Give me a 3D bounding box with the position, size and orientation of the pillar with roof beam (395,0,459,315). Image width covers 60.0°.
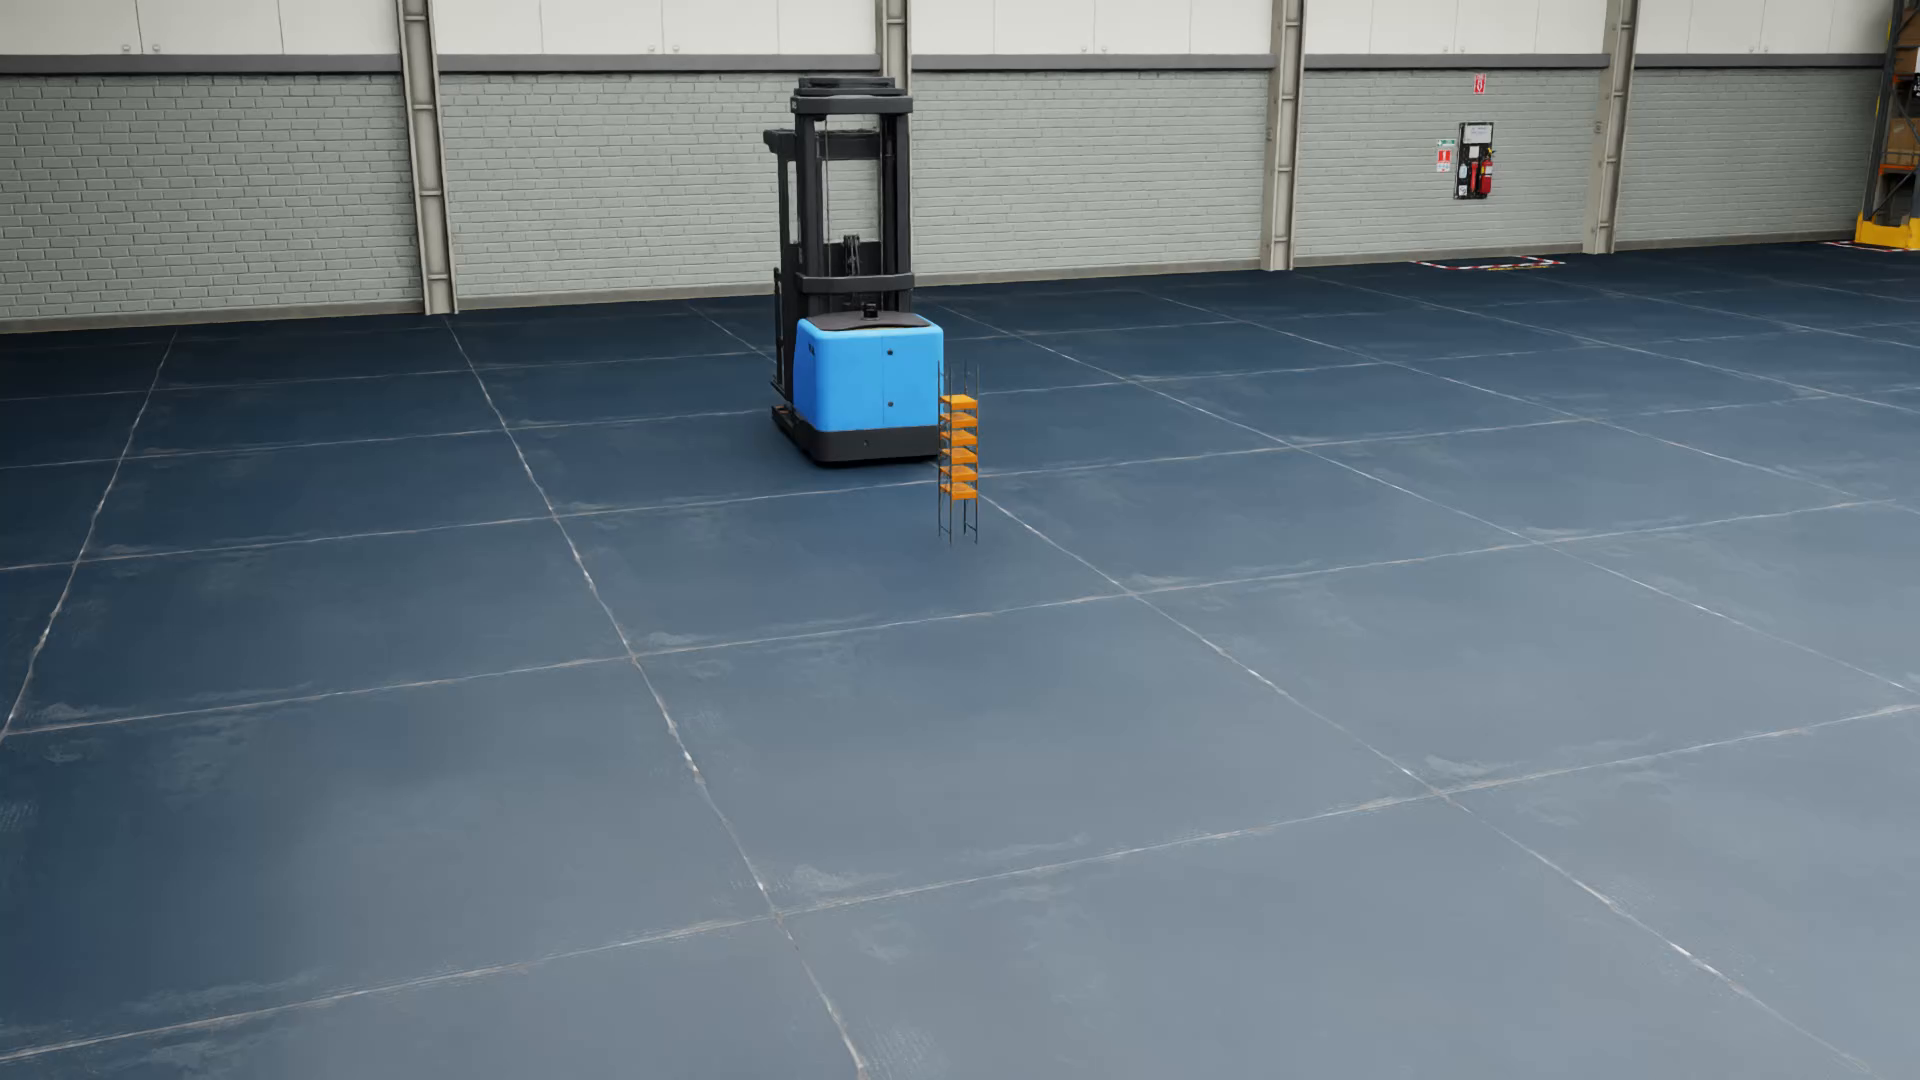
[{"bbox_3d":[-4.939,-6.025,15.646,0.400,9.000,9.100,-6,17,-20],"label":"pillar with roof beam"}]

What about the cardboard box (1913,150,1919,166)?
[{"bbox_3d":[16.157,-6.305,27.474,0.500,0.250,0.500,-7,18,-22],"label":"cardboard box"}]

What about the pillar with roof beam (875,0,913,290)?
[{"bbox_3d":[0.664,-6.630,17.706,0.400,9.000,9.100,-6,17,-20],"label":"pillar with roof beam"}]

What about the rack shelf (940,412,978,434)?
[{"bbox_3d":[-0.014,-0.762,10.869,0.180,0.103,0.258,-6,17,-20],"label":"rack shelf"}]

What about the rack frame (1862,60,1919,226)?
[{"bbox_3d":[15.587,-6.401,27.573,0.127,3.000,1.000,-6,17,-20],"label":"rack frame"}]

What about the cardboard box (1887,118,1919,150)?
[{"bbox_3d":[15.952,-6.802,27.838,0.500,0.500,0.500,-6,18,-21],"label":"cardboard box"}]

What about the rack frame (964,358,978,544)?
[{"bbox_3d":[0.072,-0.583,10.956,0.006,1.200,0.240,-6,17,-20],"label":"rack frame"}]

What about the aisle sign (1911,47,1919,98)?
[{"bbox_3d":[15.628,-7.562,26.913,0.004,0.787,0.394,-6,17,-20],"label":"aisle sign"}]

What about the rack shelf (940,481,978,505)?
[{"bbox_3d":[-0.014,-0.301,11.004,0.180,0.103,0.258,-6,17,-20],"label":"rack shelf"}]

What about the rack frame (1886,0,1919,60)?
[{"bbox_3d":[15.587,-9.280,26.728,0.127,3.000,1.000,-6,17,-20],"label":"rack frame"}]

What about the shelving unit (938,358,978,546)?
[{"bbox_3d":[-0.014,-0.574,10.924,0.189,1.200,0.258,-6,17,-20],"label":"shelving unit"}]

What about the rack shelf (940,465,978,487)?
[{"bbox_3d":[-0.014,-0.416,10.971,0.180,0.103,0.258,-6,17,-20],"label":"rack shelf"}]

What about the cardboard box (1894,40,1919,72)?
[{"bbox_3d":[15.887,-8.007,27.503,0.500,0.500,0.500,-5,17,-16],"label":"cardboard box"}]

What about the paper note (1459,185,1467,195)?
[{"bbox_3d":[7.818,-5.433,25.839,0.142,0.148,0.016,-6,17,-20],"label":"paper note"}]

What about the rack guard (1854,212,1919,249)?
[{"bbox_3d":[15.658,-5.210,27.951,0.348,0.500,1.175,-6,17,-20],"label":"rack guard"}]

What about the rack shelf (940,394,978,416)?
[{"bbox_3d":[-0.014,-0.877,10.835,0.180,0.103,0.258,-6,17,-20],"label":"rack shelf"}]

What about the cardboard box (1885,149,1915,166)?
[{"bbox_3d":[15.955,-6.437,27.925,0.500,0.250,0.500,-6,17,-19],"label":"cardboard box"}]

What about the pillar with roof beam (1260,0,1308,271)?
[{"bbox_3d":[6.267,-7.235,19.766,0.400,9.000,9.100,-6,17,-20],"label":"pillar with roof beam"}]

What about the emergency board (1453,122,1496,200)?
[{"bbox_3d":[8.008,-5.855,25.714,0.643,1.169,0.194,-6,17,-20],"label":"emergency board"}]

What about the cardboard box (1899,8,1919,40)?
[{"bbox_3d":[15.897,-8.490,27.375,0.500,0.500,0.500,-5,17,-18],"label":"cardboard box"}]

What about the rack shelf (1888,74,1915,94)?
[{"bbox_3d":[17.455,-7.697,27.938,4.000,0.370,1.077,-6,17,-20],"label":"rack shelf"}]

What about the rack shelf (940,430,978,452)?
[{"bbox_3d":[-0.014,-0.647,10.903,0.180,0.103,0.258,-6,17,-20],"label":"rack shelf"}]

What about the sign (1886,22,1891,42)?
[{"bbox_3d":[15.408,-8.413,27.530,0.005,0.325,0.100,-6,17,-20],"label":"sign"}]

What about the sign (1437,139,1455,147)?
[{"bbox_3d":[7.462,-6.096,25.530,0.331,0.109,0.001,-6,17,-20],"label":"sign"}]

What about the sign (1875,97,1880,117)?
[{"bbox_3d":[15.408,-7.256,27.869,0.005,0.325,0.100,-6,17,-20],"label":"sign"}]

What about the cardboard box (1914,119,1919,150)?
[{"bbox_3d":[16.141,-6.668,27.380,0.500,0.500,0.500,-6,17,-20],"label":"cardboard box"}]

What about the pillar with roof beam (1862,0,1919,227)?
[{"bbox_3d":[17.472,-8.445,23.886,0.400,9.000,9.100,-6,17,-20],"label":"pillar with roof beam"}]

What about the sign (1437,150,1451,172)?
[{"bbox_3d":[7.454,-5.844,25.611,0.234,0.329,0.001,-6,17,-20],"label":"sign"}]

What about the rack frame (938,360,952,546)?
[{"bbox_3d":[-0.099,-0.565,10.893,0.006,1.200,0.240,-6,17,-20],"label":"rack frame"}]

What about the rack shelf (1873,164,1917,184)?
[{"bbox_3d":[17.455,-6.258,28.361,4.000,0.370,1.077,-6,17,-20],"label":"rack shelf"}]

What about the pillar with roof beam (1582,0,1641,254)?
[{"bbox_3d":[11.869,-7.840,21.826,0.400,9.000,9.100,-6,17,-20],"label":"pillar with roof beam"}]

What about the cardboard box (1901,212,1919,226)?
[{"bbox_3d":[16.266,-5.368,28.047,0.500,0.311,0.500,-8,18,-26],"label":"cardboard box"}]

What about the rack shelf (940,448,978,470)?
[{"bbox_3d":[-0.014,-0.532,10.937,0.180,0.103,0.258,-6,17,-20],"label":"rack shelf"}]

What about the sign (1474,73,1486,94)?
[{"bbox_3d":[7.964,-6.993,25.474,0.199,0.298,0.001,-6,17,-20],"label":"sign"}]

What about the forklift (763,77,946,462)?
[{"bbox_3d":[-1.016,-2.388,14.029,1.130,2.935,3.031,-5,17,-16],"label":"forklift"}]
